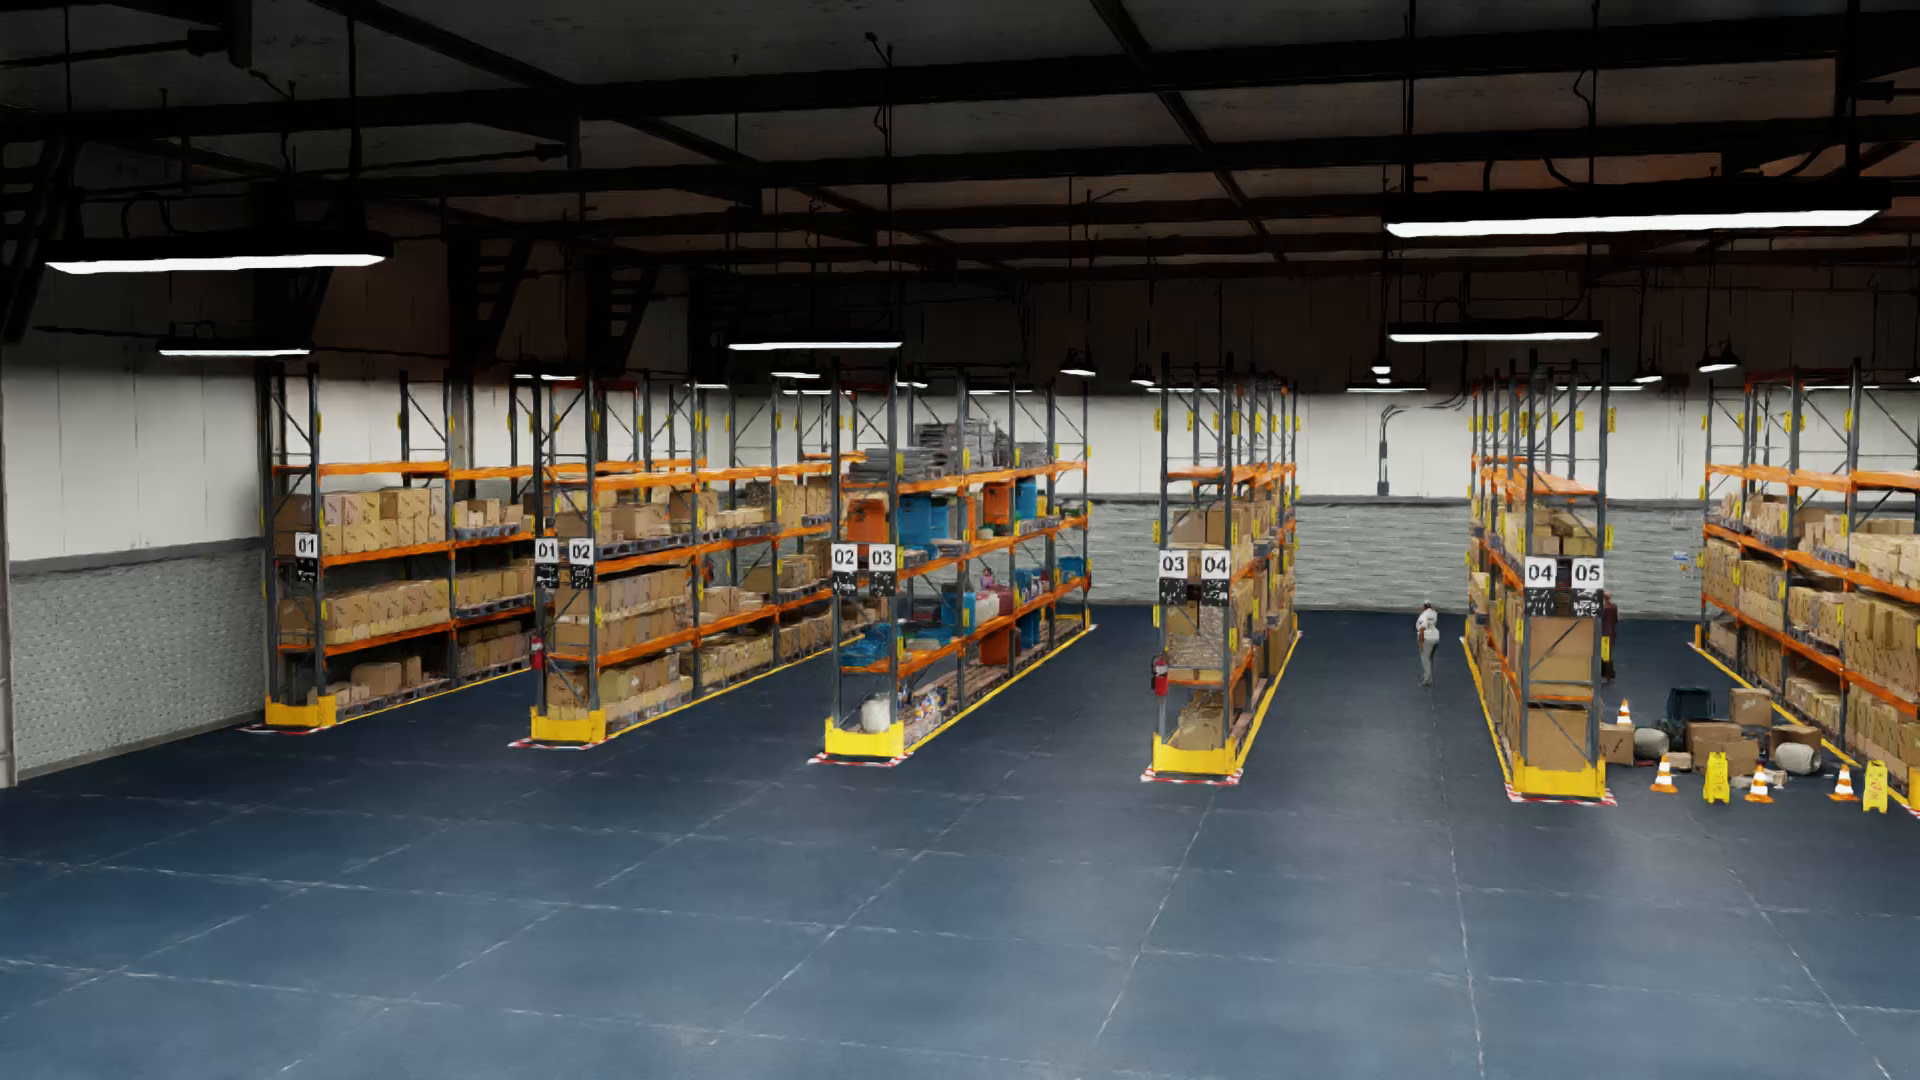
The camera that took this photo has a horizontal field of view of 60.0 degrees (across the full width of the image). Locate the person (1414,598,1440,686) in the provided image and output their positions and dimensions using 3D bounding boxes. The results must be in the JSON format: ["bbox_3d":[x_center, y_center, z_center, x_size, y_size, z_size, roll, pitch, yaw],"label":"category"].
[{"bbox_3d":[8.882,1.936,31.741,0.523,1.660,0.478,-4,6,-45],"label":"person"}]

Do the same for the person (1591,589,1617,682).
[{"bbox_3d":[12.449,1.832,32.190,0.677,1.775,0.636,-4,6,-44],"label":"person"}]

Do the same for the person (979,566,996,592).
[{"bbox_3d":[0.677,1.377,40.570,0.417,1.517,1.036,1,4,17],"label":"person"}]
